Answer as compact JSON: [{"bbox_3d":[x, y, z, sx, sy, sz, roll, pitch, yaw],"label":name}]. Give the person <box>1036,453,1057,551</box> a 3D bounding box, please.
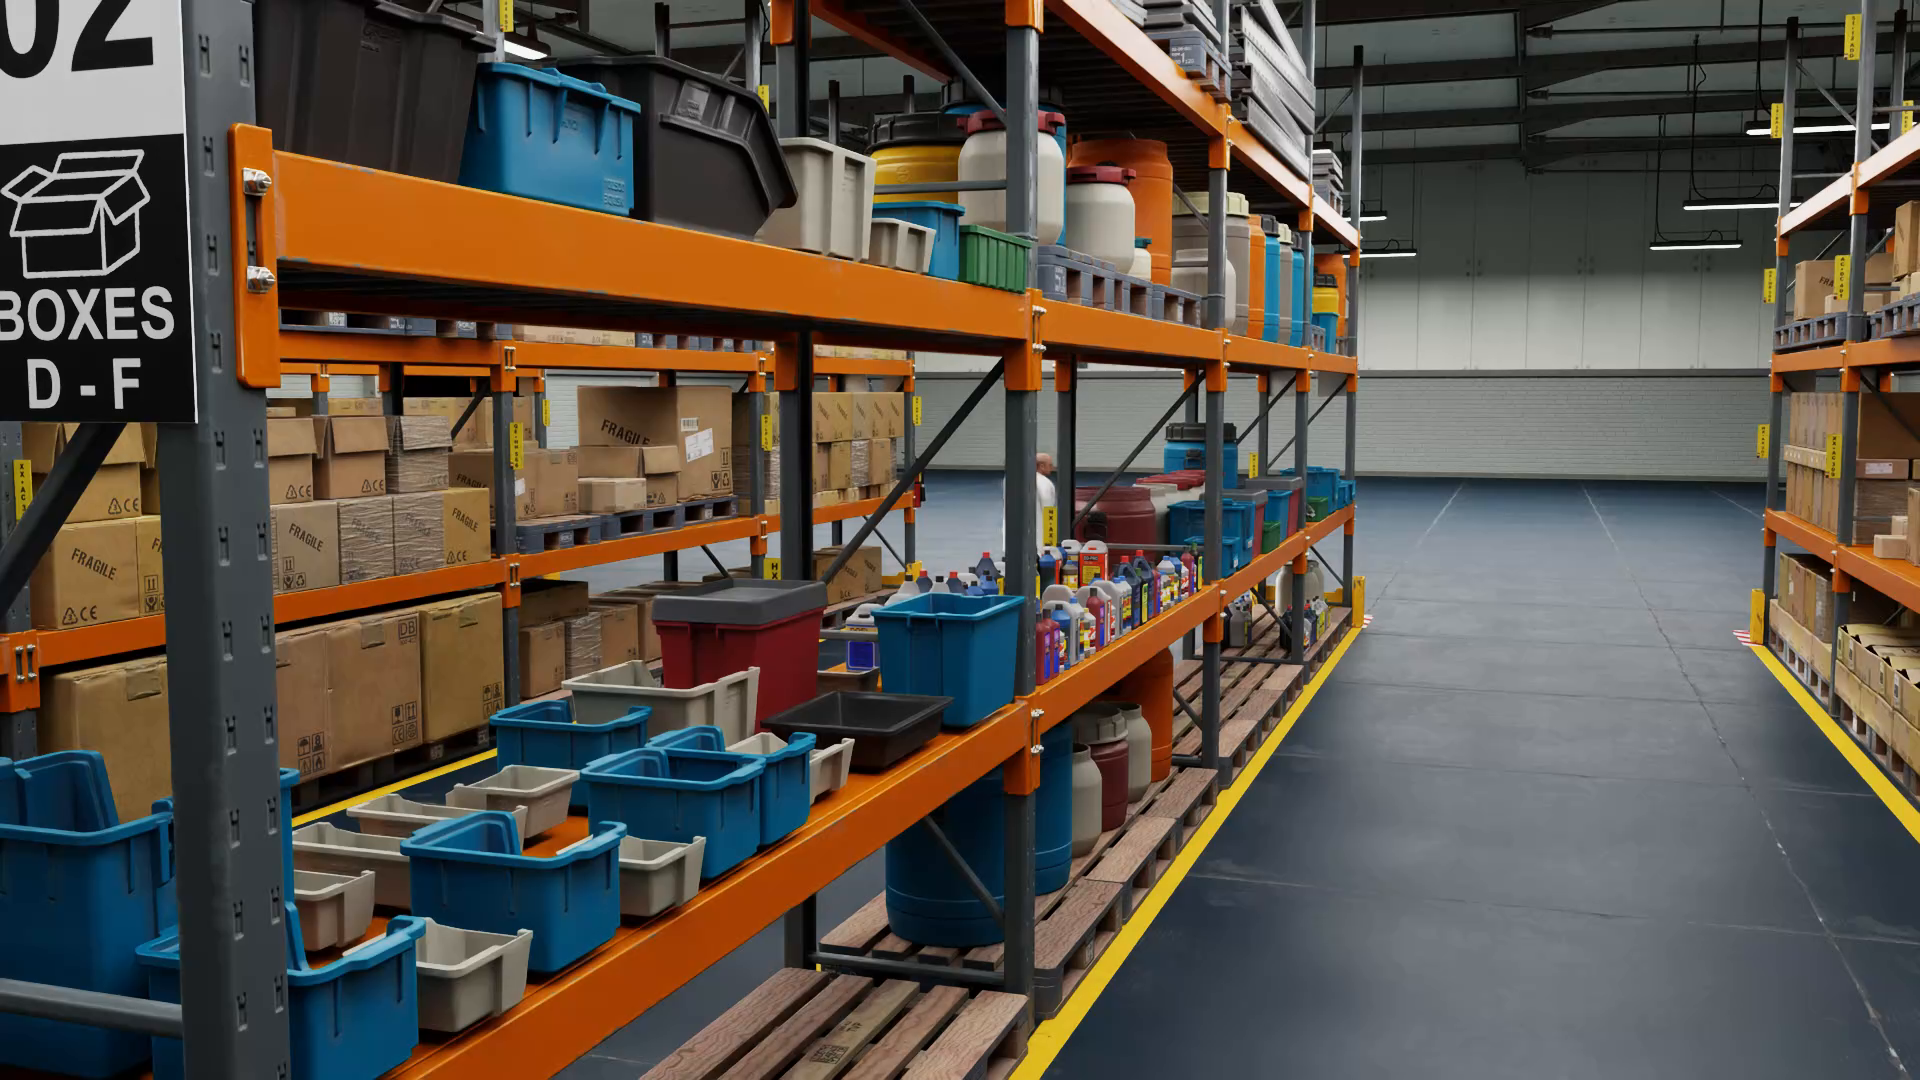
[{"bbox_3d":[1.014,-0.091,18.508,0.777,1.762,0.635,-2,5,-17],"label":"person"}]
